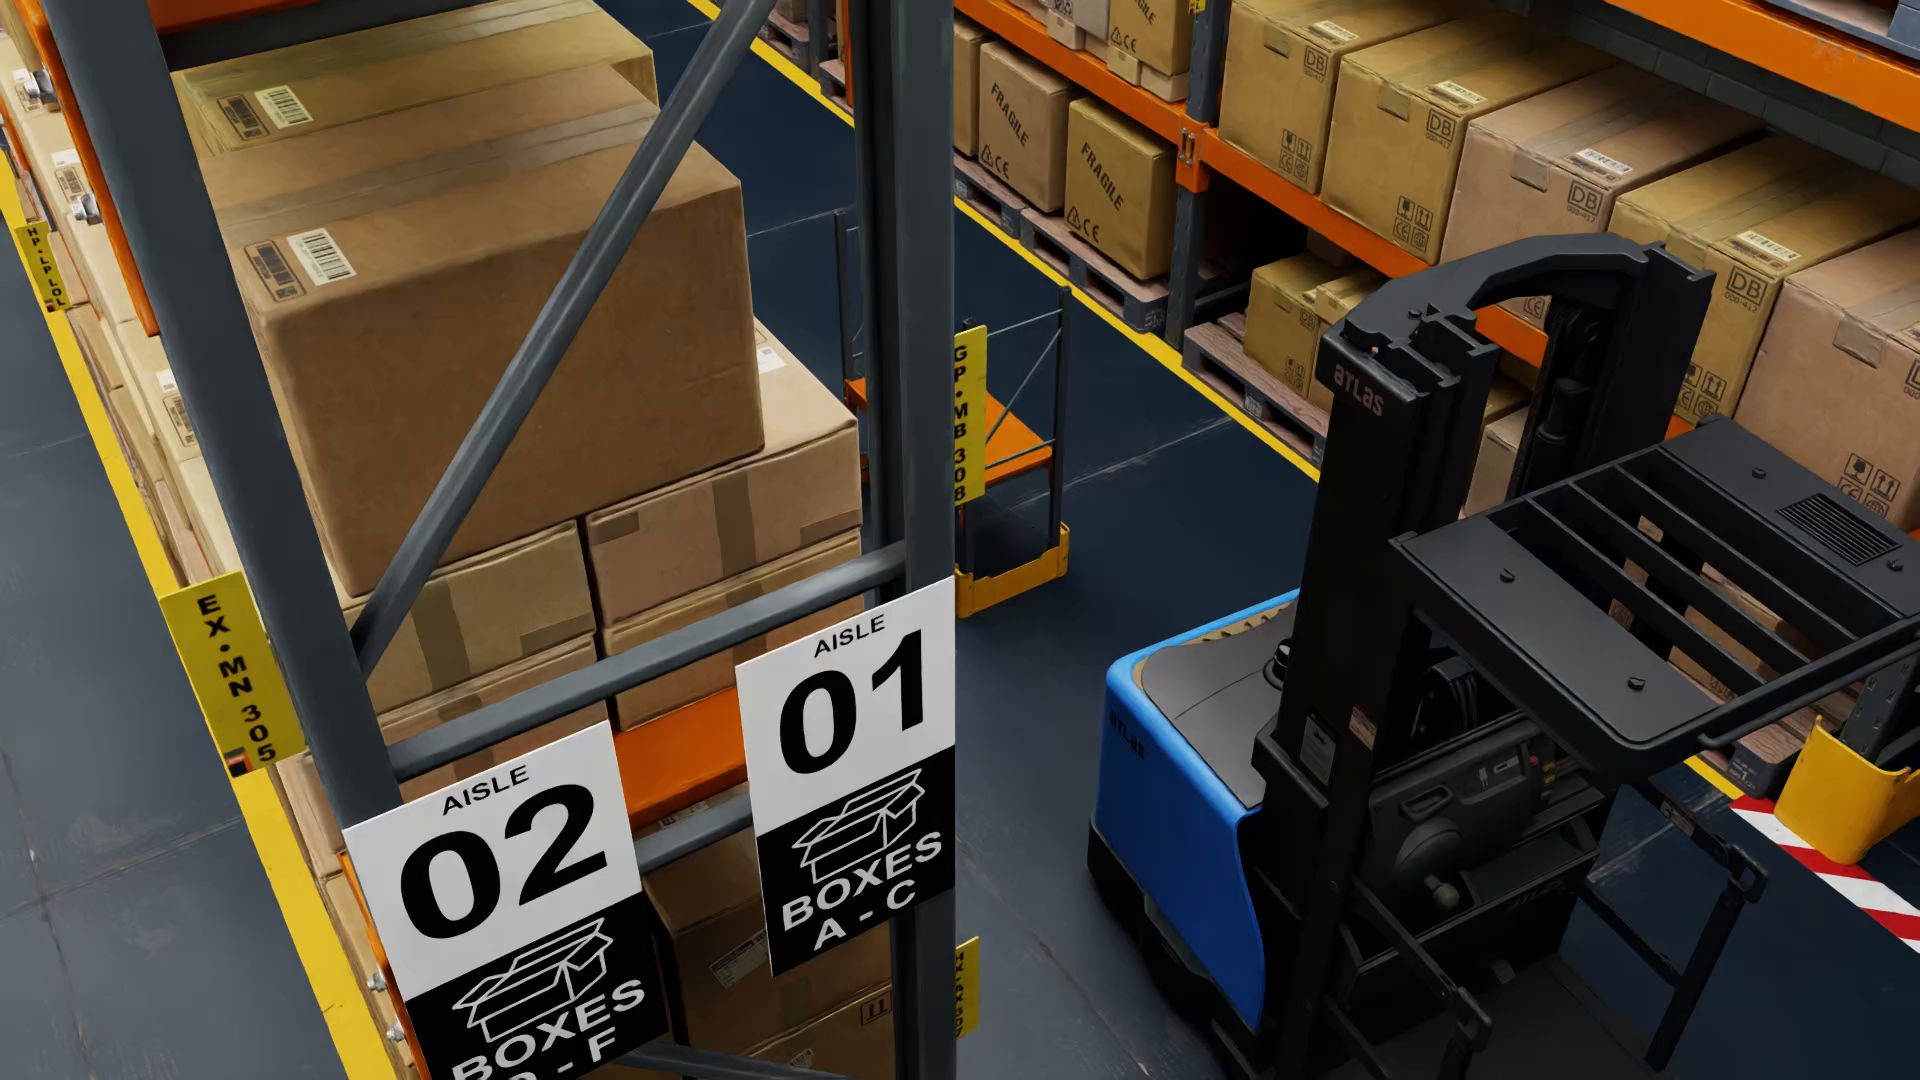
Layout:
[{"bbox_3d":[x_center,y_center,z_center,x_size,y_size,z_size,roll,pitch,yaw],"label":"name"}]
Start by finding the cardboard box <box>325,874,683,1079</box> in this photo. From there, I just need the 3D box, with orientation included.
[{"bbox_3d":[-0.931,0.923,3.440,0.500,0.500,0.500,-23,45,-25],"label":"cardboard box"}]

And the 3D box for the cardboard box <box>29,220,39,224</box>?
[{"bbox_3d":[-4.472,-1.411,8.709,0.500,0.500,0.500,-24,45,-26],"label":"cardboard box"}]

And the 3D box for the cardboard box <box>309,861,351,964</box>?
[{"bbox_3d":[-1.476,0.755,4.423,0.500,0.500,0.500,-22,45,-24],"label":"cardboard box"}]

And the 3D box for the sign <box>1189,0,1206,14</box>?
[{"bbox_3d":[1.111,-2.597,7.681,0.100,0.325,0.005,-22,45,-24],"label":"sign"}]

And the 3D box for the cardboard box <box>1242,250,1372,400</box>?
[{"bbox_3d":[1.879,-1.137,8.396,0.700,0.500,0.500,-22,44,-24],"label":"cardboard box"}]

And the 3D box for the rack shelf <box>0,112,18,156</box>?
[{"bbox_3d":[-3.686,-2.623,6.774,1.077,0.370,4.000,-22,45,-24],"label":"rack shelf"}]

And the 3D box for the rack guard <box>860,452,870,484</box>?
[{"bbox_3d":[-0.309,-0.406,8.042,0.587,0.250,0.087,-22,45,-24],"label":"rack guard"}]

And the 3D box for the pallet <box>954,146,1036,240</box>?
[{"bbox_3d":[0.425,-2.353,10.409,1.003,0.211,1.213,-22,45,-24],"label":"pallet"}]

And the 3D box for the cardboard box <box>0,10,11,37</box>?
[{"bbox_3d":[-2.168,-1.675,4.214,0.700,0.500,0.500,-22,45,-24],"label":"cardboard box"}]

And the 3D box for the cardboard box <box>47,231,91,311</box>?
[{"bbox_3d":[-2.595,-0.739,5.435,0.500,0.500,0.500,-21,44,-23],"label":"cardboard box"}]

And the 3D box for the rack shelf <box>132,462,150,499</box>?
[{"bbox_3d":[-1.535,0.688,5.143,1.077,0.370,4.000,-22,45,-24],"label":"rack shelf"}]

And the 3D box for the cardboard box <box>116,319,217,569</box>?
[{"bbox_3d":[-1.220,-0.255,3.096,0.500,0.250,0.500,-22,45,-24],"label":"cardboard box"}]

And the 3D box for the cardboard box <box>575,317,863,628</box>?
[{"bbox_3d":[-0.517,-0.162,2.985,0.500,0.250,0.500,-22,45,-24],"label":"cardboard box"}]

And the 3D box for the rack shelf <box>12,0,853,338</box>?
[{"bbox_3d":[-1.535,-1.615,3.224,1.077,0.370,4.000,-22,45,-24],"label":"rack shelf"}]

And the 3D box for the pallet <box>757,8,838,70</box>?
[{"bbox_3d":[-1.006,-3.885,12.247,1.003,0.211,1.213,-22,45,-24],"label":"pallet"}]

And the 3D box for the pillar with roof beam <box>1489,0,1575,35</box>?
[{"bbox_3d":[-0.960,-3.118,4.462,9.100,9.000,0.400,-22,45,-24],"label":"pillar with roof beam"}]

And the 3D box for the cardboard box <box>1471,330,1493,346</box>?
[{"bbox_3d":[2.191,-0.857,7.553,0.380,0.149,0.250,-23,45,-26],"label":"cardboard box"}]

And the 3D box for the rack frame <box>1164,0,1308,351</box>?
[{"bbox_3d":[1.564,-2.375,8.257,1.000,3.000,0.127,-22,45,-24],"label":"rack frame"}]

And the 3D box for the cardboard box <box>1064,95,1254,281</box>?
[{"bbox_3d":[1.105,-2.016,9.178,0.750,0.750,0.750,-22,44,-24],"label":"cardboard box"}]

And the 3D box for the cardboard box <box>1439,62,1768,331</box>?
[{"bbox_3d":[2.629,-1.406,6.860,0.980,0.700,0.700,-24,46,-26],"label":"cardboard box"}]

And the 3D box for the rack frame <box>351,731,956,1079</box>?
[{"bbox_3d":[-0.460,1.491,3.617,1.000,3.000,0.127,-22,45,-24],"label":"rack frame"}]

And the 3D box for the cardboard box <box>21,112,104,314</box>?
[{"bbox_3d":[-1.760,-0.794,3.743,0.500,0.250,0.500,-22,45,-24],"label":"cardboard box"}]

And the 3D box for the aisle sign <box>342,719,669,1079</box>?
[{"bbox_3d":[-0.682,0.635,2.614,0.394,0.787,0.004,-22,45,-24],"label":"aisle sign"}]

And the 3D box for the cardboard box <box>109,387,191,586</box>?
[{"bbox_3d":[-2.041,-0.183,4.767,0.500,0.500,0.500,-24,45,-26],"label":"cardboard box"}]

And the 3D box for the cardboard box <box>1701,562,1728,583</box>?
[{"bbox_3d":[3.031,-0.016,6.544,0.380,0.149,0.250,-23,45,-25],"label":"cardboard box"}]

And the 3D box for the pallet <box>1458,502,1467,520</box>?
[{"bbox_3d":[2.567,-0.207,7.834,1.003,0.211,1.213,-22,45,-24],"label":"pallet"}]

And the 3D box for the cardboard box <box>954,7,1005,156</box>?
[{"bbox_3d":[0.163,-2.952,10.301,0.750,0.750,0.750,-22,45,-25],"label":"cardboard box"}]

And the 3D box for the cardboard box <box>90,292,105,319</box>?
[{"bbox_3d":[-1.753,-0.604,3.906,0.500,0.250,0.500,-22,45,-24],"label":"cardboard box"}]

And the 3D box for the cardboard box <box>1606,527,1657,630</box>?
[{"bbox_3d":[2.985,-0.030,7.068,0.700,0.500,0.500,-22,45,-25],"label":"cardboard box"}]

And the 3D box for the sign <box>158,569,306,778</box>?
[{"bbox_3d":[-0.939,0.179,2.157,0.100,0.325,0.005,-22,45,-24],"label":"sign"}]

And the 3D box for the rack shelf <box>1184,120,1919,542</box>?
[{"bbox_3d":[2.639,-1.019,7.192,1.077,0.370,4.000,-22,45,-24],"label":"rack shelf"}]

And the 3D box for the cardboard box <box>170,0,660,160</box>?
[{"bbox_3d":[-0.948,-0.654,2.990,0.700,0.500,0.500,-22,45,-24],"label":"cardboard box"}]

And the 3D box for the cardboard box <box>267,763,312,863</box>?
[{"bbox_3d":[-1.486,0.373,4.101,0.500,0.500,0.500,-21,44,-23],"label":"cardboard box"}]

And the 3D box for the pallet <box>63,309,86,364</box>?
[{"bbox_3d":[-4.392,-1.339,9.193,1.003,0.211,1.213,-22,45,-24],"label":"pallet"}]

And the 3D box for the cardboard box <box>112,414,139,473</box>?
[{"bbox_3d":[-3.377,-0.314,7.392,0.500,0.500,0.500,-22,45,-24],"label":"cardboard box"}]

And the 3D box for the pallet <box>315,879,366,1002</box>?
[{"bbox_3d":[-1.582,1.434,5.865,1.003,0.211,1.213,-22,45,-24],"label":"pallet"}]

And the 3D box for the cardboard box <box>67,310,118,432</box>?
[{"bbox_3d":[-3.921,-0.858,8.046,0.500,0.500,0.500,-24,45,-26],"label":"cardboard box"}]

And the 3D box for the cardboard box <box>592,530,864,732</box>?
[{"bbox_3d":[-0.522,0.032,3.143,0.500,0.250,0.500,-22,45,-24],"label":"cardboard box"}]

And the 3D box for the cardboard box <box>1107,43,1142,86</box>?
[{"bbox_3d":[0.988,-2.499,8.587,0.380,0.149,0.250,-21,44,-24],"label":"cardboard box"}]

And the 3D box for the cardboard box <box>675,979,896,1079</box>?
[{"bbox_3d":[-0.476,1.123,3.982,0.500,0.500,0.500,-21,44,-24],"label":"cardboard box"}]

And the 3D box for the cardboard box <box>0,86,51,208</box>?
[{"bbox_3d":[-2.293,-1.144,4.553,0.500,0.250,0.500,-22,45,-24],"label":"cardboard box"}]

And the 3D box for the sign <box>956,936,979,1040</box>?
[{"bbox_3d":[-0.003,0.972,3.564,0.100,0.325,0.005,-22,45,-24],"label":"sign"}]

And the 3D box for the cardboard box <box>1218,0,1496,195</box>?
[{"bbox_3d":[1.842,-2.192,7.803,0.980,0.700,0.700,-22,44,-24],"label":"cardboard box"}]

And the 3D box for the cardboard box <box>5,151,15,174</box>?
[{"bbox_3d":[-5.530,-2.409,10.117,0.500,0.250,0.500,-23,45,-25],"label":"cardboard box"}]

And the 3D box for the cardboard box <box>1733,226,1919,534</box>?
[{"bbox_3d":[3.432,-0.603,5.896,0.980,0.700,0.700,-20,44,-23],"label":"cardboard box"}]

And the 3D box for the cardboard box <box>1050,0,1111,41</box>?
[{"bbox_3d":[0.820,-2.970,8.644,0.500,0.500,0.500,-22,45,-24],"label":"cardboard box"}]

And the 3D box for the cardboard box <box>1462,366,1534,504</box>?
[{"bbox_3d":[2.421,-0.587,7.736,0.700,0.500,0.500,-21,44,-23],"label":"cardboard box"}]

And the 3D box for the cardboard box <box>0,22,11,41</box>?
[{"bbox_3d":[-2.288,-1.337,4.395,0.500,0.250,0.500,-22,45,-24],"label":"cardboard box"}]

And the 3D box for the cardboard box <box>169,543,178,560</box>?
[{"bbox_3d":[-2.567,-0.337,5.733,0.500,0.500,0.500,-21,44,-23],"label":"cardboard box"}]

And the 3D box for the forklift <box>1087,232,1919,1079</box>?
[{"bbox_3d":[1.615,0.796,4.505,1.130,2.935,3.031,-19,43,-21],"label":"forklift"}]

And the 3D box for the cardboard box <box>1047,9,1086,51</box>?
[{"bbox_3d":[0.695,-2.777,8.920,0.380,0.149,0.250,-22,45,-24],"label":"cardboard box"}]

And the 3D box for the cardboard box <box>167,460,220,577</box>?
[{"bbox_3d":[-1.218,-0.064,3.257,0.500,0.250,0.500,-22,45,-24],"label":"cardboard box"}]

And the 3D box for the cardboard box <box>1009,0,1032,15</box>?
[{"bbox_3d":[0.497,-3.072,9.274,0.380,0.149,0.250,-23,45,-26],"label":"cardboard box"}]

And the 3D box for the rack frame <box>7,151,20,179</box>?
[{"bbox_3d":[-4.762,-2.827,8.799,1.000,3.000,0.127,-22,45,-24],"label":"rack frame"}]

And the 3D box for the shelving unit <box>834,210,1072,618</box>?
[{"bbox_3d":[-0.041,-0.617,7.319,0.587,1.500,1.083,-22,45,-24],"label":"shelving unit"}]

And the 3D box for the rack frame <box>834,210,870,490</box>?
[{"bbox_3d":[-0.319,-0.897,7.654,0.500,1.500,0.032,-22,45,-24],"label":"rack frame"}]

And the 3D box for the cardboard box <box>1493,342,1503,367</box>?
[{"bbox_3d":[2.531,-0.970,7.689,0.380,0.149,0.250,-22,44,-24],"label":"cardboard box"}]

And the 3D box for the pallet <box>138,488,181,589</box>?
[{"bbox_3d":[-3.080,-0.022,7.612,1.003,0.211,1.213,-22,45,-24],"label":"pallet"}]

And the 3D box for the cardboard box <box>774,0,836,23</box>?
[{"bbox_3d":[-1.018,-4.113,11.952,0.700,0.500,0.500,-22,44,-24],"label":"cardboard box"}]

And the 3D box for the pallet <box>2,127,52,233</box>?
[{"bbox_3d":[-3.712,-1.705,7.603,1.003,0.211,1.213,-22,45,-24],"label":"pallet"}]
